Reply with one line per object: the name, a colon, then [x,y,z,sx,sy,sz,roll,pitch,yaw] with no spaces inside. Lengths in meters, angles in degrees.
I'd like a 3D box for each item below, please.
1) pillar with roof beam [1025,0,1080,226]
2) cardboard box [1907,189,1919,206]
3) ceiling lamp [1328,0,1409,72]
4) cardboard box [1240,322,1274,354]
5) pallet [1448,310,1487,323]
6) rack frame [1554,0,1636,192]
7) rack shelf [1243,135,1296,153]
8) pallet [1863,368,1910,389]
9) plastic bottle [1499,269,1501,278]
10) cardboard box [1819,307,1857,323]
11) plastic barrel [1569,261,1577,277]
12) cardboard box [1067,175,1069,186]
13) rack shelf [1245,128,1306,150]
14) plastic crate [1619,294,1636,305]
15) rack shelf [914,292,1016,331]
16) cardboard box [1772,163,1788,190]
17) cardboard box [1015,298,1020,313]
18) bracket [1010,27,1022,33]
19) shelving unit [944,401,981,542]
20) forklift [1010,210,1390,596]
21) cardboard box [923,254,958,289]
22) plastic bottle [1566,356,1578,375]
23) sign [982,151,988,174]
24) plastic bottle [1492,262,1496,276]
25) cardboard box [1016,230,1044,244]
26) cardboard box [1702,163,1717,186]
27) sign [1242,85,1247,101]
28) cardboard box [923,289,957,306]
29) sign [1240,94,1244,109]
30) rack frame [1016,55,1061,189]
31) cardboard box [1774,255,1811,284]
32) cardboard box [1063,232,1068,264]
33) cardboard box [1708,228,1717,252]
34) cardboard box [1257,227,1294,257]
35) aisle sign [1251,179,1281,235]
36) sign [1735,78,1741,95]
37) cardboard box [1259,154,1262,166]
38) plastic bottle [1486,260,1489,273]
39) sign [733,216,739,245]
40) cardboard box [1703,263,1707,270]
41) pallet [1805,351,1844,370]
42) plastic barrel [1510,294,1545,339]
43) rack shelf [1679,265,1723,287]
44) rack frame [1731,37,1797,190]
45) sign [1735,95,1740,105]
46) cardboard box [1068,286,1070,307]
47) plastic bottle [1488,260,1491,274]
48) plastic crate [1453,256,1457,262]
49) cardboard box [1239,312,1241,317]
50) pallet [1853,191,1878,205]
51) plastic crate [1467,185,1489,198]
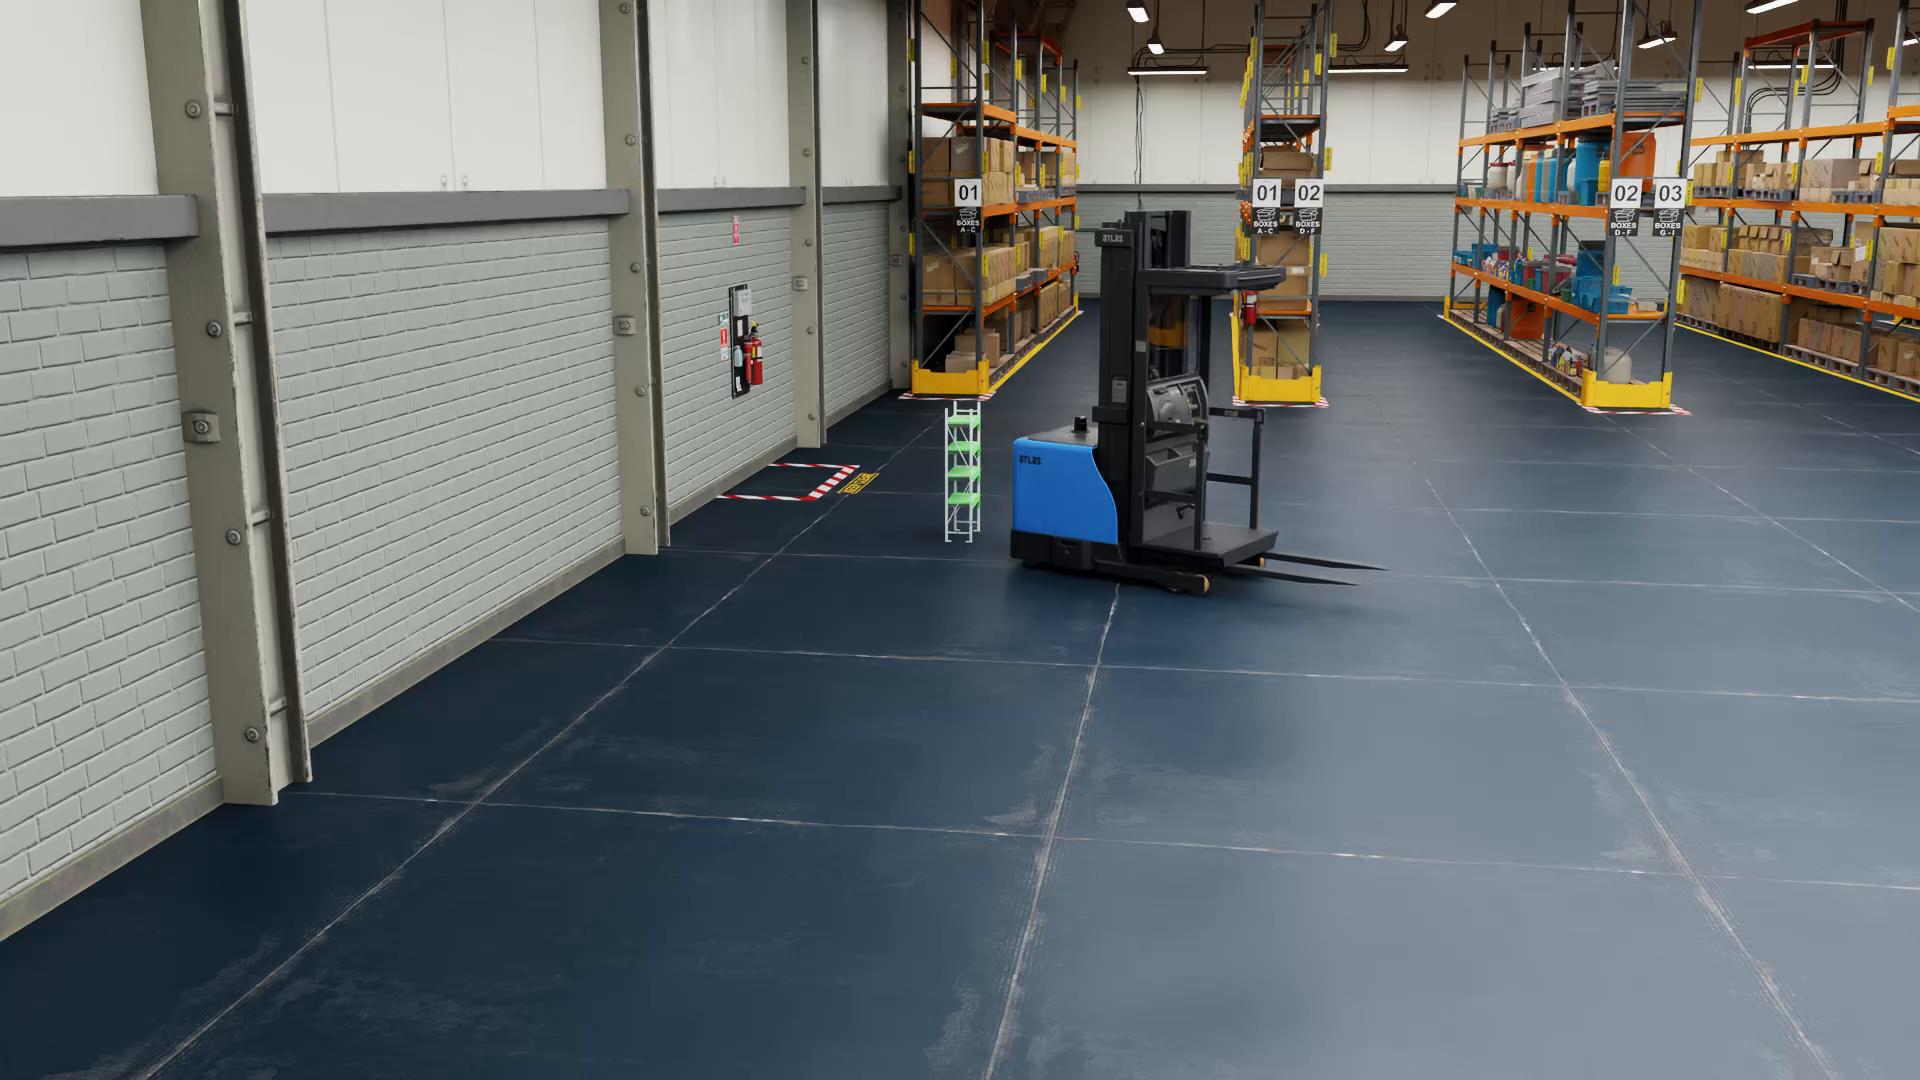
pillar with roof beam: [6.110,-10.424,42.003,9.100,9.000,0.548,2,12,9]
cardboard box: [14.647,-5.156,25.032,0.500,0.250,0.500,1,12,6]
ceiling lamp: [10.075,-13.144,40.769,2.000,3.185,0.800,2,12,9]
cardboard box: [4.736,-3.212,26.528,0.500,0.500,0.500,2,12,9]
pallet: [11.919,-5.186,38.557,1.003,0.211,1.213,2,12,9]
rack frame: [10.239,-7.154,26.831,1.000,3.000,0.127,2,12,9]
rack shelf: [6.268,-8.018,33.493,1.077,0.370,4.000,2,12,9]
pallet: [15.065,-2.557,26.358,1.003,0.211,1.213,2,12,9]
plastic bottle: [10.656,-5.248,32.698,0.097,0.201,0.097,0,12,0]
cardboard box: [15.603,-4.002,29.555,0.500,0.250,0.500,3,13,15]
plastic barrel: [10.603,-4.480,28.340,0.433,0.535,0.433,0,12,0]
cardboard box: [2.211,-8.203,37.940,0.500,0.250,0.500,2,12,7]
rack shelf: [5.653,-7.185,29.629,1.077,0.370,4.000,2,12,9]
plastic crate: [10.240,-3.747,25.884,0.530,0.136,0.437,2,12,9]
rack shelf: [0.142,-3.775,27.097,1.077,0.370,4.000,2,12,9]
cardboard box: [15.817,-6.926,31.658,0.500,0.500,0.500,3,12,12]
cardboard box: [0.856,-4.467,31.710,0.500,0.250,0.500,2,12,10]
bracket: [1.220,-10.976,36.021,0.235,0.232,0.430,2,12,9]
shelving unit: [0.025,-0.621,15.027,0.258,1.200,0.503,2,12,9]
forklift: [1.922,-1.125,13.256,3.031,2.935,1.130,9,15,34]
cardboard box: [-0.303,-4.118,25.511,0.500,0.500,0.500,2,12,8]
plastic bottle: [9.539,-2.721,25.919,0.152,0.276,0.135,2,12,9]
sign: [0.371,-5.586,24.599,0.100,0.325,0.005,2,12,9]
plastic bottle: [10.784,-5.456,33.494,0.097,0.271,0.097,0,12,0]
cardboard box: [1.394,-6.038,33.121,0.500,0.250,0.500,2,12,10]
cardboard box: [16.714,-7.996,36.386,0.700,0.500,0.500,1,12,5]
sign: [6.042,-9.498,35.300,0.100,0.325,0.005,2,12,9]
cardboard box: [-0.285,-3.750,25.583,0.500,0.250,0.500,2,12,9]
sign: [6.655,-10.327,39.146,0.100,0.325,0.005,2,12,9]
rack frame: [1.680,-9.141,36.048,1.000,3.000,0.127,2,12,9]
cardboard box: [15.579,-5.054,31.086,0.500,0.500,0.500,2,12,10]
cardboard box: [2.000,-6.771,38.579,0.980,0.700,0.700,1,12,6]
cardboard box: [16.251,-6.374,35.319,0.500,0.500,0.500,2,12,9]
cardboard box: [5.129,-4.764,26.663,0.700,0.500,0.500,2,12,9]
aisle sign: [4.430,-4.817,24.055,0.394,0.787,0.004,2,12,9]
sign: [15.819,-9.216,33.806,0.100,0.325,0.005,2,12,9]
cardboard box: [4.967,-5.835,26.254,0.797,0.503,0.637,3,13,15]
plastic bottle: [10.921,-5.641,34.353,0.097,0.271,0.097,0,12,0]
sign: [-2.353,-3.256,17.481,0.001,0.298,0.199,2,12,9]
cardboard box: [16.245,-5.892,35.810,0.380,0.149,0.250,2,12,10]
pallet: [15.437,-3.115,28.946,1.003,0.211,1.213,2,12,9]
plastic barrel: [10.913,-4.301,31.986,0.600,0.830,0.708,2,12,9]
rack shelf: [16.671,-5.791,36.454,1.077,0.370,4.000,2,12,9]
rack frame: [16.363,-8.659,33.814,1.000,3.000,0.127,2,12,9]
sign: [17.513,-9.967,37.476,0.100,0.325,0.005,2,12,9]
cardboard box: [2.287,-5.875,40.072,0.700,0.500,0.500,2,12,9]
plastic bottle: [10.855,-5.583,34.055,0.061,0.283,0.133,2,12,9]
plastic crate: [11.590,-6.515,38.589,0.250,0.136,0.298,2,12,9]
cardboard box: [5.517,-4.142,31.291,0.500,0.311,0.500,2,12,7]
pallet: [15.333,-5.561,27.003,1.213,0.211,1.003,2,12,9]
plastic crate: [11.439,-7.677,36.656,0.437,0.282,0.530,2,12,9]
